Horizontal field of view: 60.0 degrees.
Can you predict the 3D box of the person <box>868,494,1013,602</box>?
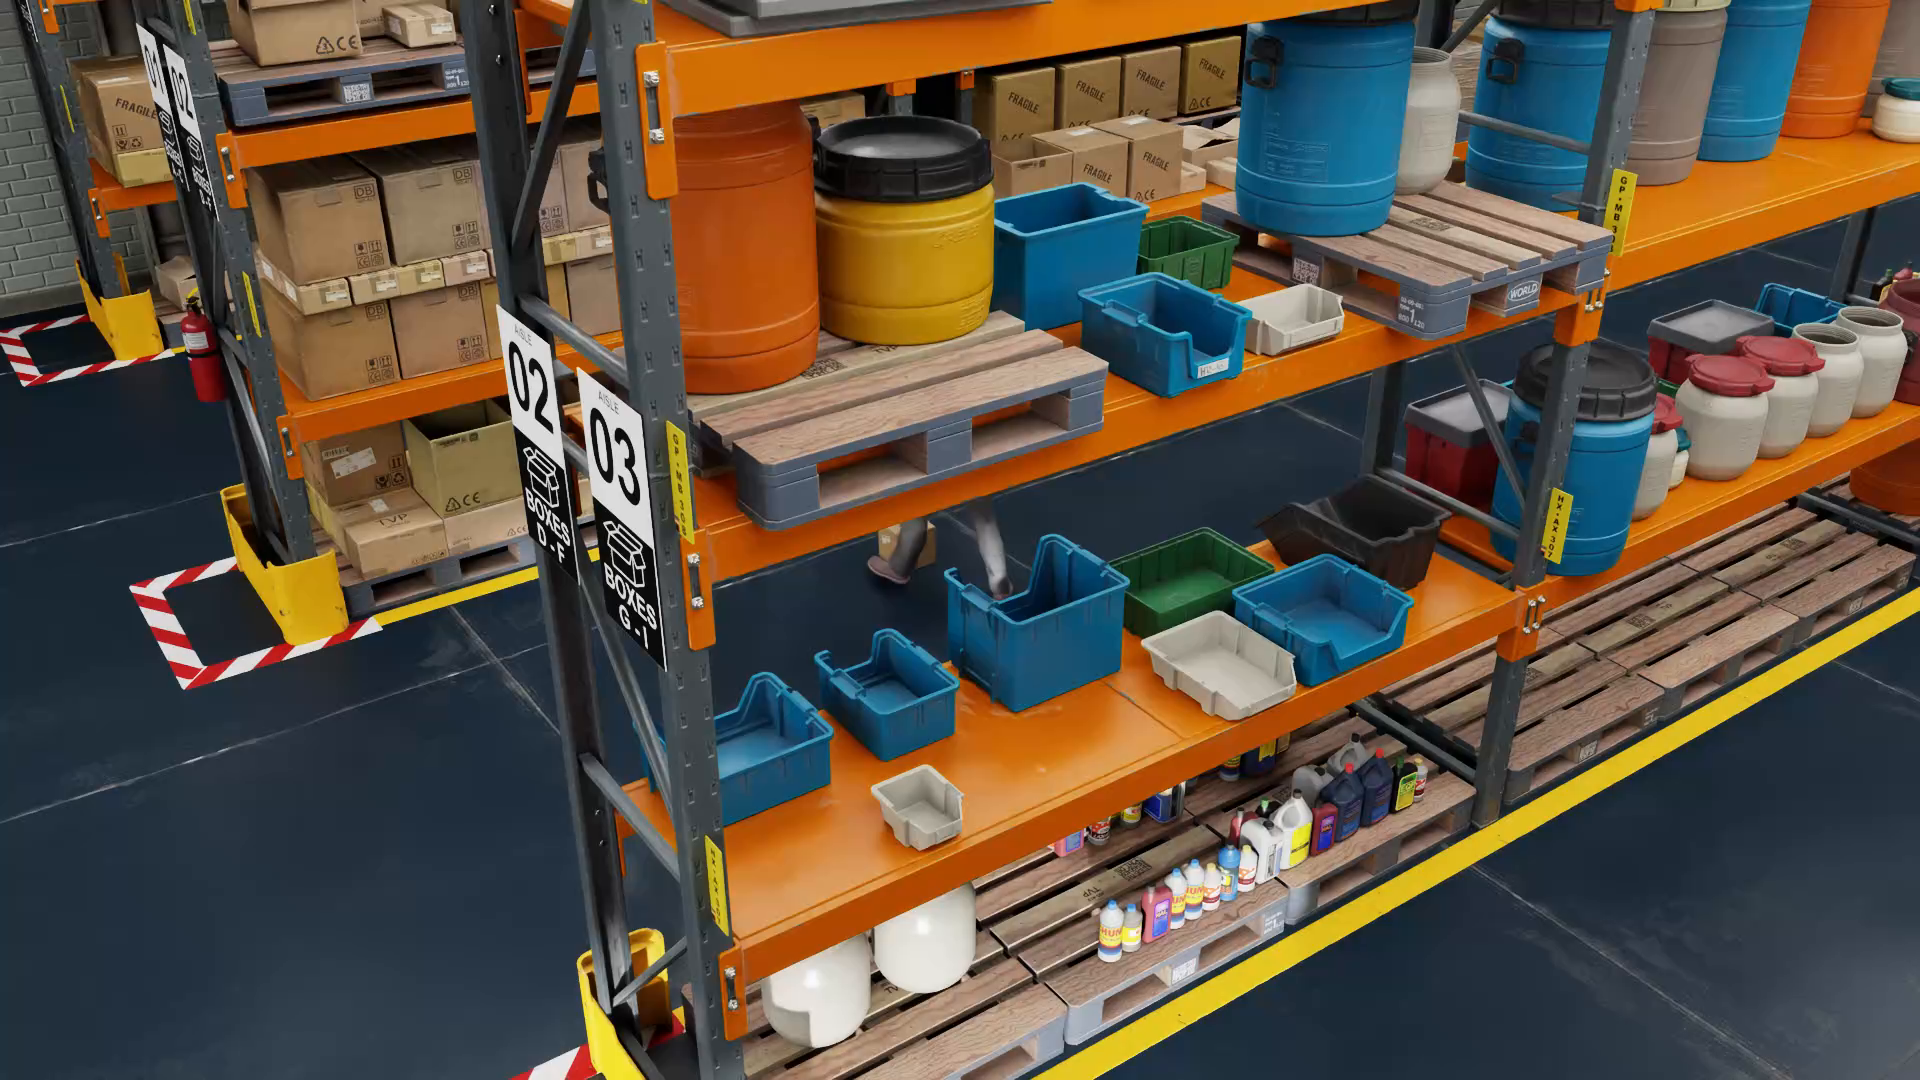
[{"bbox_3d":[-0.087,-0.437,9.414,0.660,1.617,0.797,-16,33,-26],"label":"person"}]
